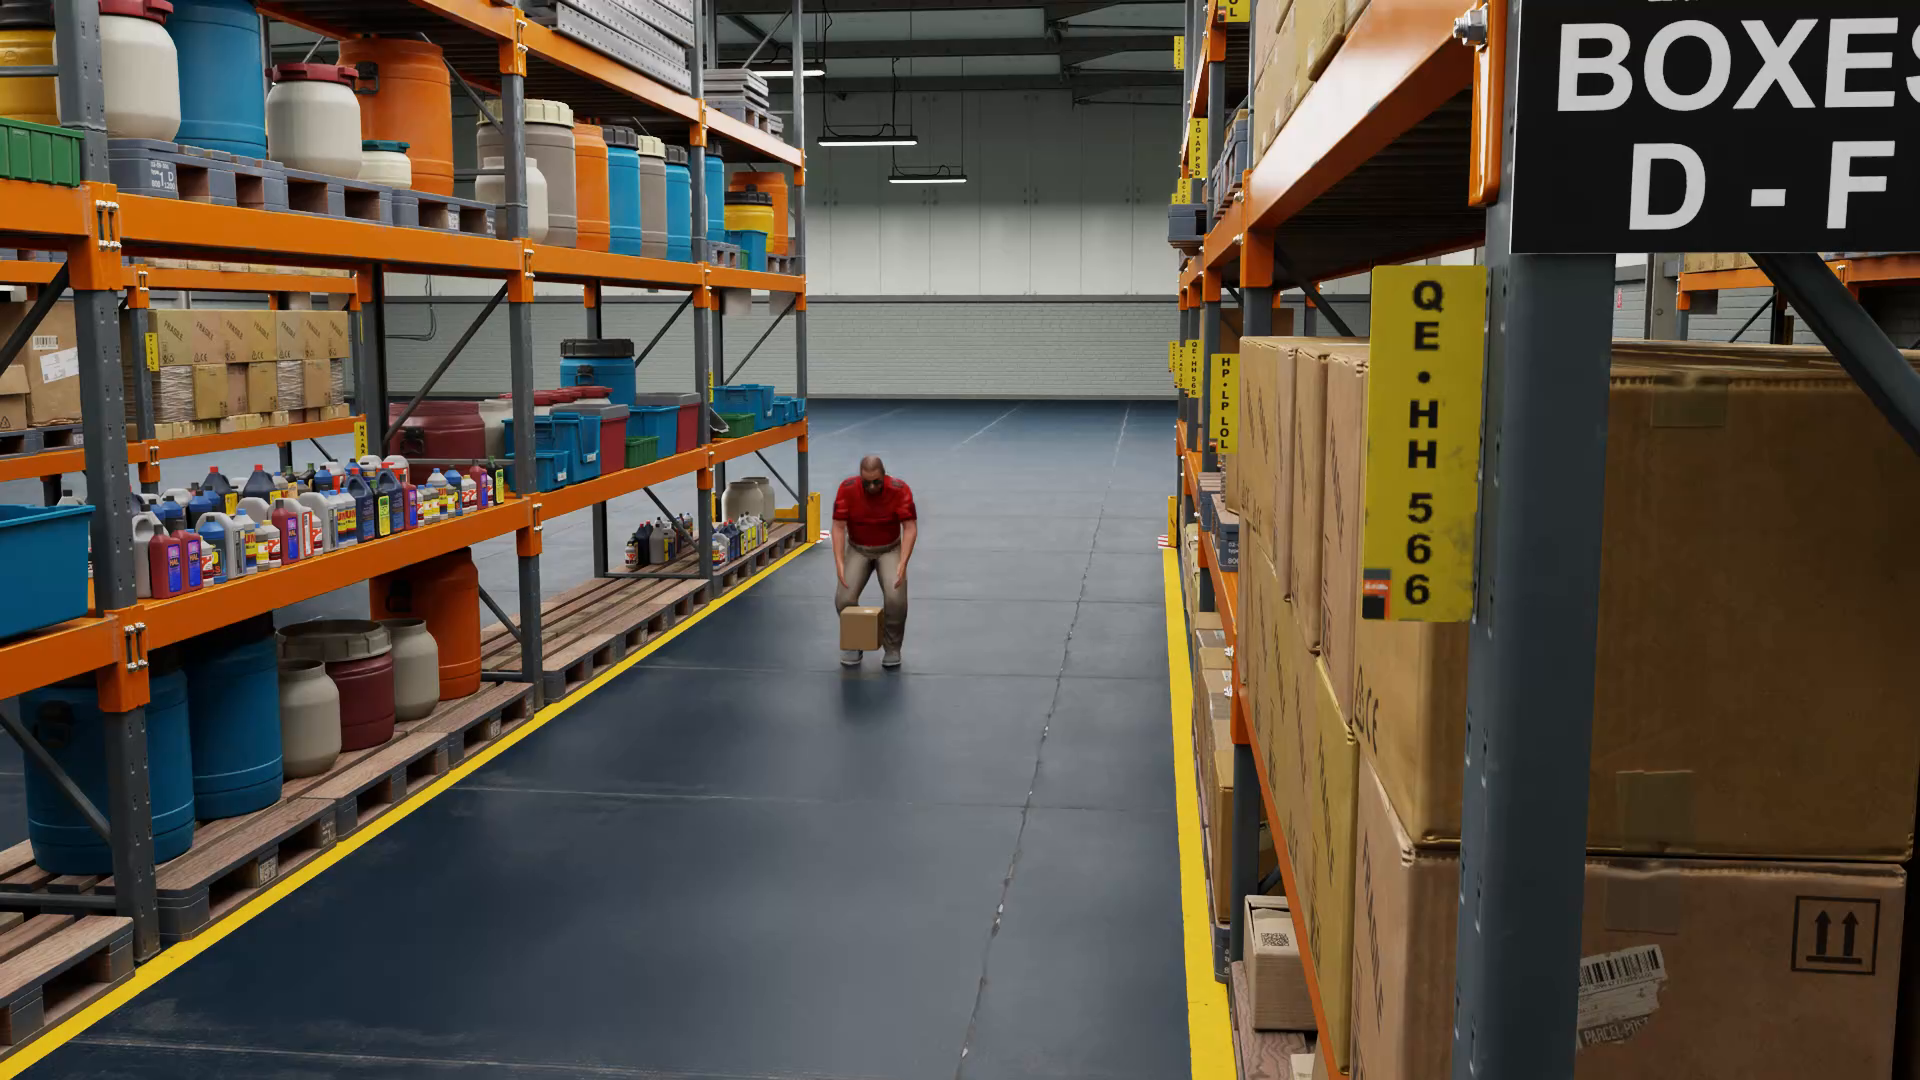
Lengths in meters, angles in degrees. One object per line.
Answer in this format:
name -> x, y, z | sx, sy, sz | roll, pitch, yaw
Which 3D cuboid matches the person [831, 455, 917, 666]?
person -> -0.572, 0.129, 11.418 | 0.589, 1.467, 0.666 | 1, 8, 7
